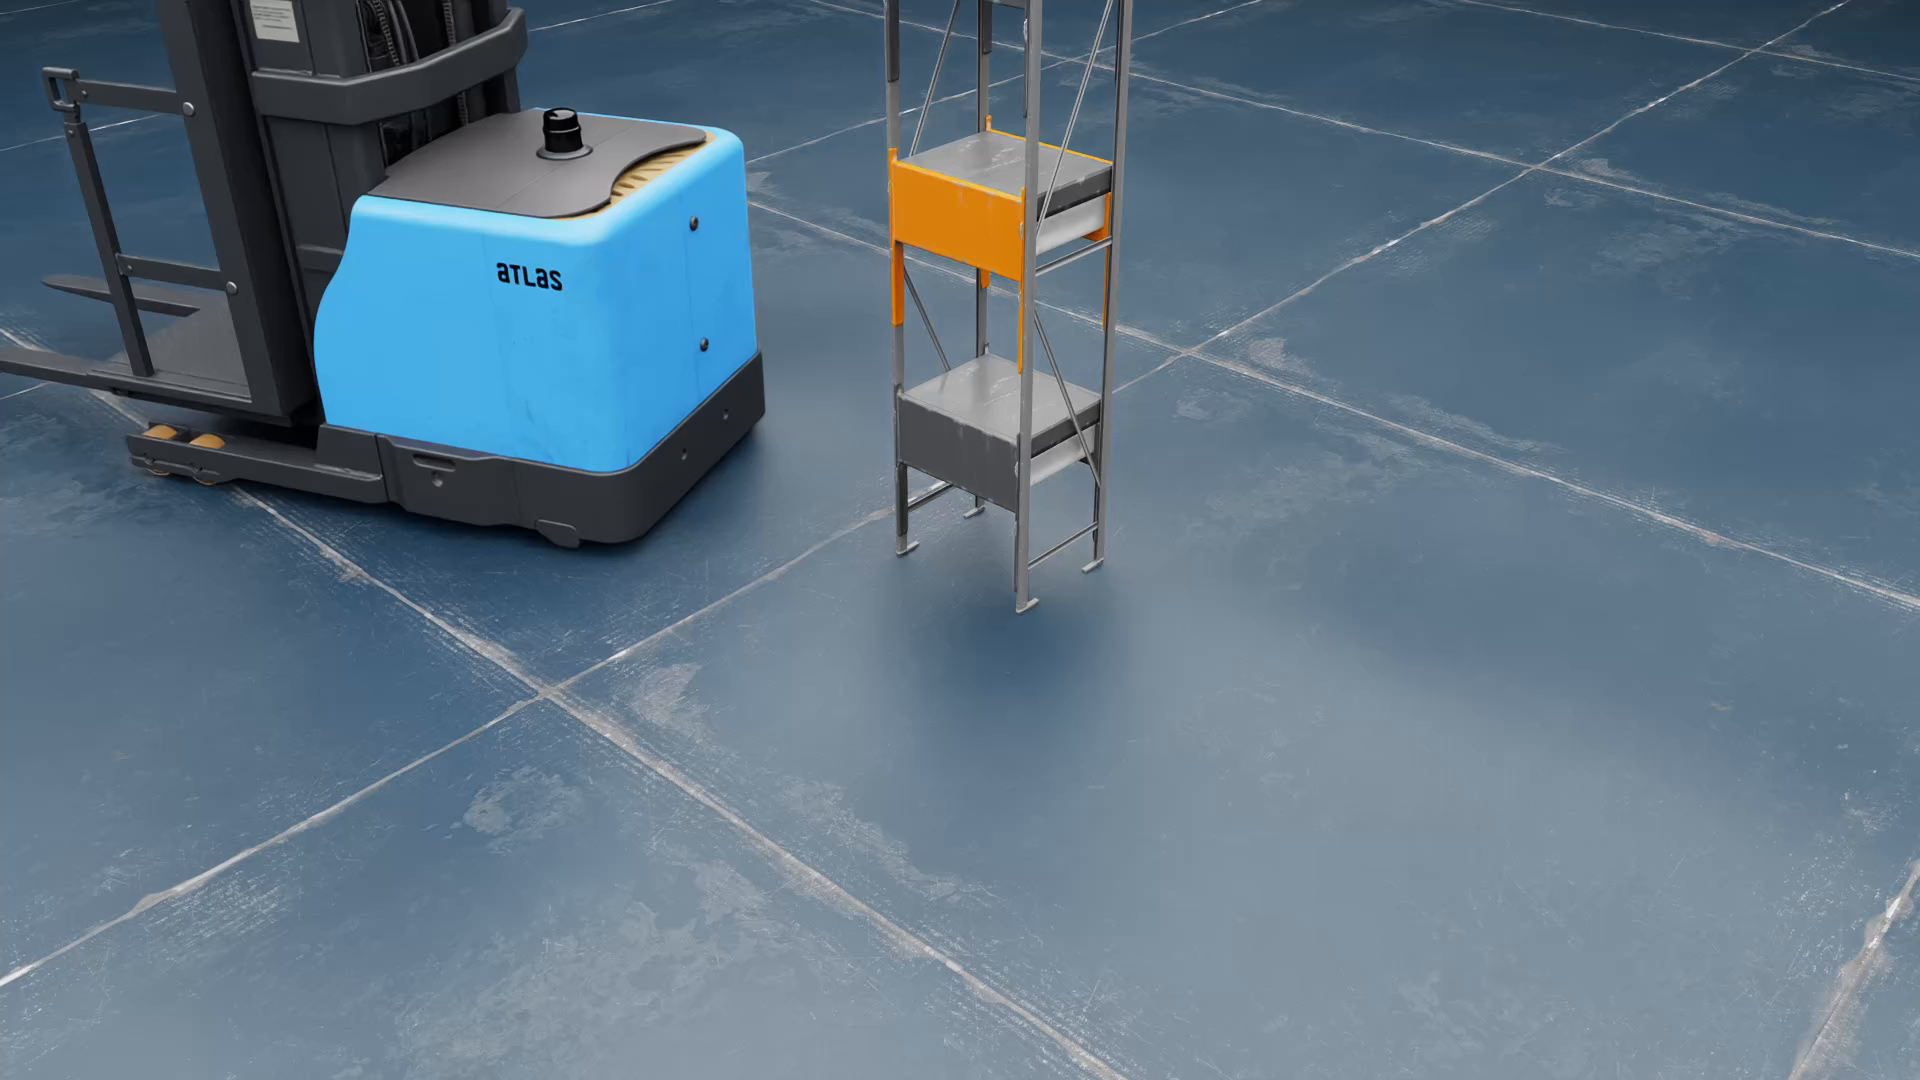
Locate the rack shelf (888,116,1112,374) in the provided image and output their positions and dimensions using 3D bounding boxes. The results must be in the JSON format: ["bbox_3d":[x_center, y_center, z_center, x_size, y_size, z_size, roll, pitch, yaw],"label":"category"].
[{"bbox_3d":[0.123,-0.831,4.620,0.480,0.518,0.431,25,39,35],"label":"rack shelf"}]

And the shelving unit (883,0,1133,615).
[{"bbox_3d":[0.123,-0.842,4.613,0.503,2.100,0.431,25,39,35],"label":"shelving unit"}]

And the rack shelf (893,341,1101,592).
[{"bbox_3d":[0.123,-0.231,4.981,0.480,0.518,0.431,25,39,35],"label":"rack shelf"}]

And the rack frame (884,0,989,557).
[{"bbox_3d":[-0.058,-0.927,4.754,0.015,2.100,0.400,25,39,35],"label":"rack frame"}]

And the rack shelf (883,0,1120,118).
[{"bbox_3d":[0.123,-1.430,4.259,0.480,0.518,0.431,25,39,35],"label":"rack shelf"}]

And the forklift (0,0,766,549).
[{"bbox_3d":[-2.258,-1.683,5.204,3.031,2.935,1.130,10,33,17],"label":"forklift"}]

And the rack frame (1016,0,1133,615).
[{"bbox_3d":[0.304,-0.758,4.473,0.015,2.100,0.400,25,39,35],"label":"rack frame"}]
